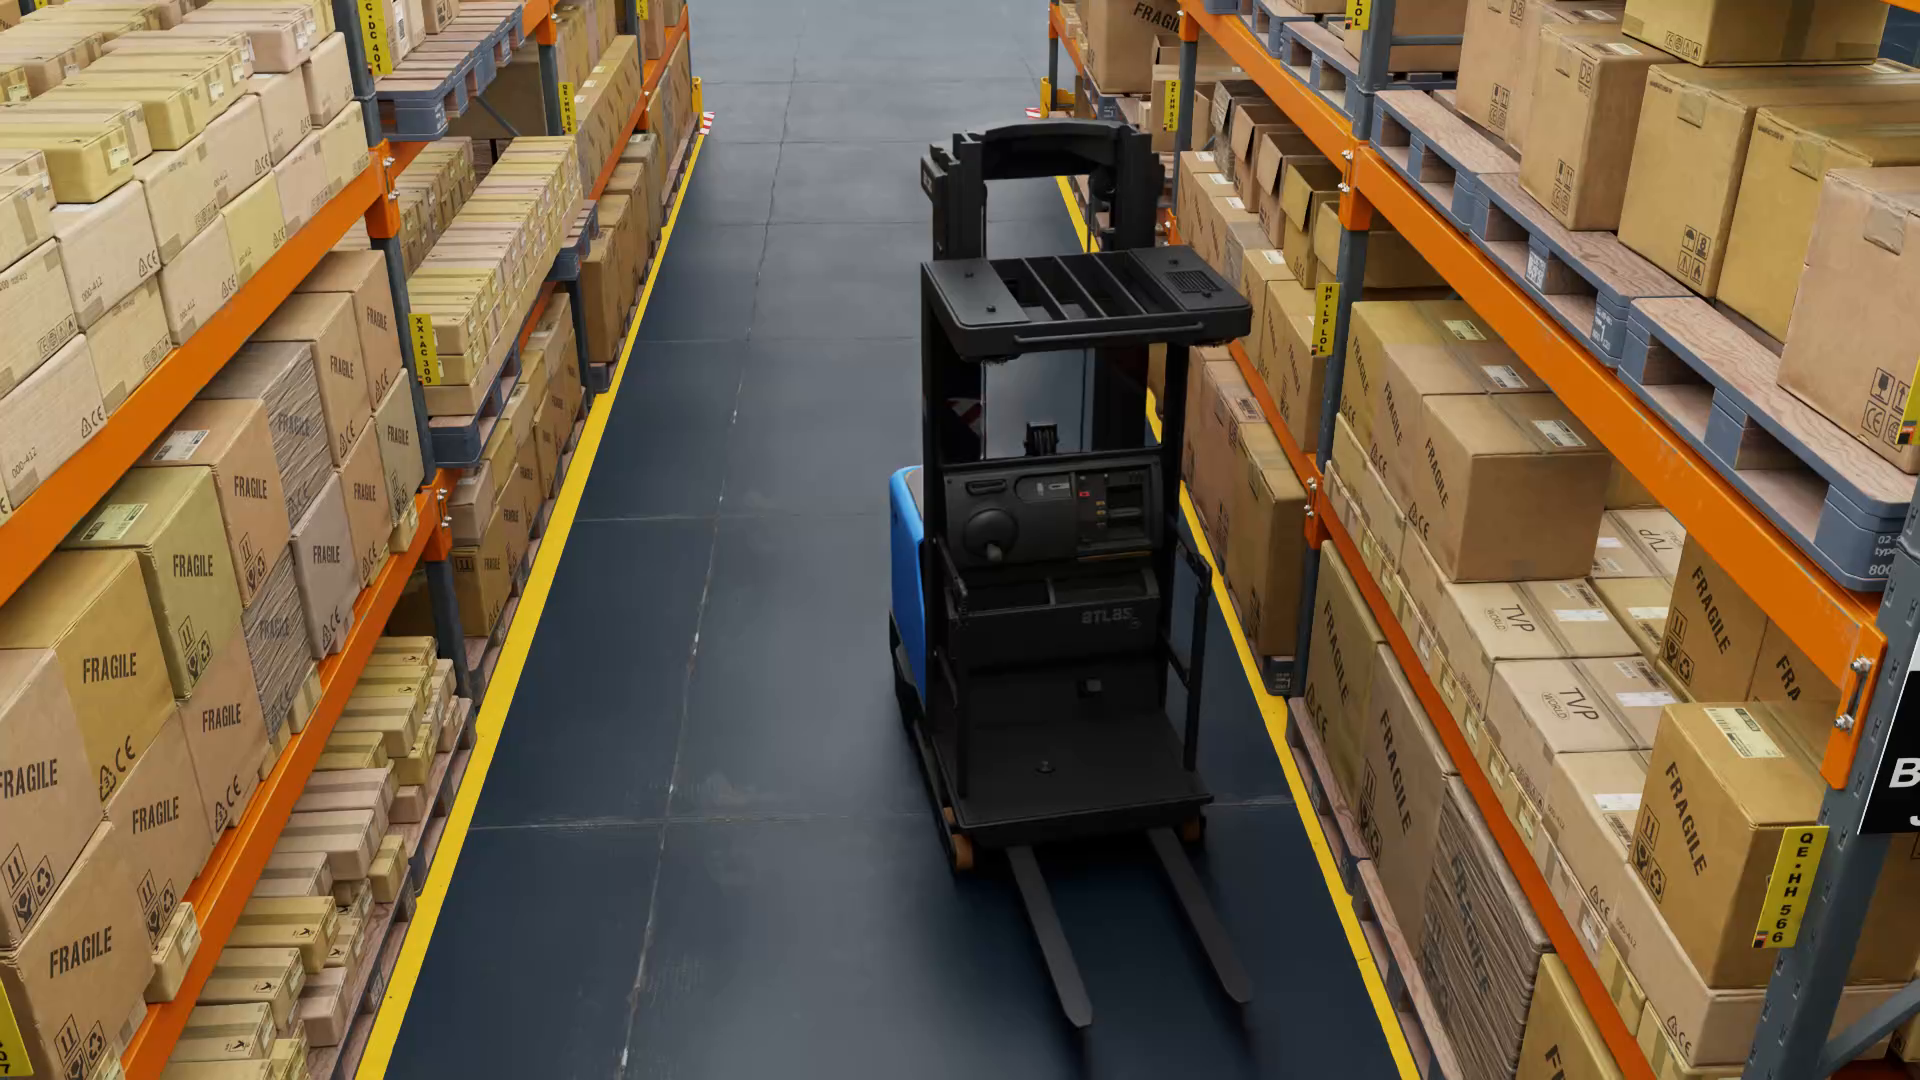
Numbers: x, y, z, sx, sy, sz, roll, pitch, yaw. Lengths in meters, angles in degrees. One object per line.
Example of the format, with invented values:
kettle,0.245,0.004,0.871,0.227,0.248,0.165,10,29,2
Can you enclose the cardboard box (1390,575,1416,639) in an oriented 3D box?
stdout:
cardboard box,1.857,0.250,6.298,0.380,0.149,0.250,-2,28,-3

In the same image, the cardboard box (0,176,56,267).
cardboard box,-2.371,-0.743,3.877,0.380,0.149,0.250,-1,28,-2

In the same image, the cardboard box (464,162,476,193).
cardboard box,-3.226,-2.241,10.299,0.380,0.149,0.250,0,28,0

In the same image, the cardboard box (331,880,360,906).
cardboard box,-2.508,1.276,6.367,0.380,0.149,0.250,-3,28,-5

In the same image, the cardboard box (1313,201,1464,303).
cardboard box,2.075,-1.272,7.753,0.797,0.503,0.637,-2,28,-4

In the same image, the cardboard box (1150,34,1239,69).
cardboard box,1.882,-3.617,12.875,0.797,0.503,0.637,1,28,3

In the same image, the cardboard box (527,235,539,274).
cardboard box,-2.487,-1.537,8.950,0.380,0.149,0.250,-2,28,-4

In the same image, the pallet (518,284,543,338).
pallet,-2.906,-1.264,9.138,1.003,0.211,1.213,-1,28,-3

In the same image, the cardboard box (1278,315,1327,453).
cardboard box,1.820,-0.742,7.821,0.500,0.500,0.500,-1,28,-2

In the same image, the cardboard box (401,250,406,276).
cardboard box,-3.132,-1.410,8.705,0.380,0.149,0.250,-1,28,-2

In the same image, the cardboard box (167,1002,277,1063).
cardboard box,-2.436,1.639,5.348,0.380,0.149,0.250,-3,28,-5

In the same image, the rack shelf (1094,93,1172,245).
rack shelf,1.803,-2.940,12.922,1.077,0.370,4.000,-1,28,-3

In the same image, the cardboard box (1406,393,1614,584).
cardboard box,1.936,-0.191,5.902,0.500,0.500,0.500,-2,28,-4

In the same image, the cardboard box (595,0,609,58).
cardboard box,-3.199,-4.131,13.237,0.700,0.500,0.500,-2,28,-3

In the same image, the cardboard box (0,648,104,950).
cardboard box,-2.391,0.599,3.848,0.500,0.500,0.500,-2,28,-3

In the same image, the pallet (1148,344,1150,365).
pallet,1.869,-1.460,12.321,1.003,0.211,1.213,-1,28,-3

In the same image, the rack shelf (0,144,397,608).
rack shelf,-2.737,-0.503,5.004,1.077,0.370,4.000,-1,28,-3

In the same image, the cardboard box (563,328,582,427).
cardboard box,-2.755,-1.043,10.755,0.500,0.500,0.500,-2,28,-3

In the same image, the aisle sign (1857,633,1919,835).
aisle sign,2.030,0.247,3.222,0.394,0.787,0.004,-1,28,-3

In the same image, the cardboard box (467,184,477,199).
cardboard box,-3.229,-2.126,10.400,0.380,0.149,0.250,-2,28,-3

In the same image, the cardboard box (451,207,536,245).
cardboard box,-2.489,-1.668,8.880,0.380,0.149,0.250,-1,28,-1

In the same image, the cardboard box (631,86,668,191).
cardboard box,-3.222,-3.646,15.340,0.875,0.875,0.875,-1,28,-2

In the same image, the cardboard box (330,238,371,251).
cardboard box,-3.107,-1.413,8.389,0.380,0.149,0.250,-2,28,-4

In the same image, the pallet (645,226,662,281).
pallet,-3.144,-2.519,14.351,1.003,0.211,1.213,-1,28,-3

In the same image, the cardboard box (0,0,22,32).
cardboard box,-7.944,-4.098,13.480,0.500,0.500,0.500,-2,28,-4

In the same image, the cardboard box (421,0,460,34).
cardboard box,-2.791,-2.694,7.862,0.797,0.503,0.637,-2,28,-3

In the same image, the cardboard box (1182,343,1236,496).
cardboard box,1.962,-0.849,9.977,1.225,0.875,0.875,-1,28,-2

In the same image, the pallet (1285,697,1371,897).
pallet,2.078,1.101,7.411,1.003,0.211,1.213,-1,28,-3

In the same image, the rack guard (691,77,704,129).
rack guard,-3.470,-4.860,18.527,1.175,0.500,0.348,-1,28,-3

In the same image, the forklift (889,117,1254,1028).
forklift,0.439,-0.081,6.735,1.130,2.935,3.031,-5,28,-10

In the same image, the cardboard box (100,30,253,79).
cardboard box,-2.578,-1.582,5.486,0.380,0.149,0.250,0,28,-1

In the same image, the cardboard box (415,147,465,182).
cardboard box,-3.203,-2.259,10.012,0.380,0.149,0.250,-2,28,-4

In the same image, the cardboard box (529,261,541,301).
cardboard box,-2.487,-1.402,9.013,0.380,0.149,0.250,-3,28,-5

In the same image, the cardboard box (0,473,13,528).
cardboard box,-2.401,-0.045,3.511,0.500,0.250,0.500,0,28,-1

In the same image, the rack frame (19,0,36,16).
rack frame,-8.197,-3.944,14.067,1.000,3.000,0.127,-1,28,-3

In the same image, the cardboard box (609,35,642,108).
cardboard box,-2.965,-3.920,13.913,0.500,0.500,0.500,-2,28,-3

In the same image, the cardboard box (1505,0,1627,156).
cardboard box,2.241,-1.485,5.439,0.700,0.500,0.500,0,28,0

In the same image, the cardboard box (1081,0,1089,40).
cardboard box,1.620,-5.029,15.718,0.875,0.500,0.500,-1,28,-3

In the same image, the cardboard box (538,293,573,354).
cardboard box,-2.753,-1.363,10.558,0.500,0.250,0.500,-2,28,-4

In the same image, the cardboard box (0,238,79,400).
cardboard box,-2.425,-0.503,3.849,0.500,0.250,0.500,-2,28,-3

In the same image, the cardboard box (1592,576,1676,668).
cardboard box,2.481,0.352,5.671,0.500,0.250,0.500,-2,28,-4

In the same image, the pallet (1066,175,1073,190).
pallet,1.562,-3.821,16.847,1.003,0.211,1.213,-1,28,-3

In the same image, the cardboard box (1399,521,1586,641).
cardboard box,1.933,0.138,6.082,0.500,0.250,0.500,-1,28,-1

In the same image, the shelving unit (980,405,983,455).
shelving unit,0.000,-0.395,9.535,0.258,0.900,0.210,-1,28,-3

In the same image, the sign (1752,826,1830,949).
sign,1.783,0.747,3.566,0.100,0.325,0.005,-1,28,-3

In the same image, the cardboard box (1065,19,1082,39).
cardboard box,1.248,-5.086,16.530,0.380,0.149,0.250,-1,28,-3

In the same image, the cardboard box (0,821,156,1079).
cardboard box,-2.380,1.042,4.079,0.500,0.500,0.500,0,28,0

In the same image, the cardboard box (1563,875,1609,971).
cardboard box,1.951,1.077,4.713,0.380,0.149,0.250,-1,28,-3

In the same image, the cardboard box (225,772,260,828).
cardboard box,-2.462,0.787,5.269,0.380,0.149,0.250,-2,28,-4

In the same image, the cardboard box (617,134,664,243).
cardboard box,-3.137,-3.014,14.264,1.050,0.750,0.750,-2,28,-3

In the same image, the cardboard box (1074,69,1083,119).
cardboard box,1.506,-4.819,17.995,0.500,0.500,0.500,4,28,7

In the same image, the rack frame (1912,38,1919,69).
rack frame,11.383,-6.268,18.523,1.000,3.000,0.127,-1,28,-3

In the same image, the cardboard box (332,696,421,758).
cardboard box,-2.490,0.789,6.980,0.380,0.149,0.250,-2,28,-3
